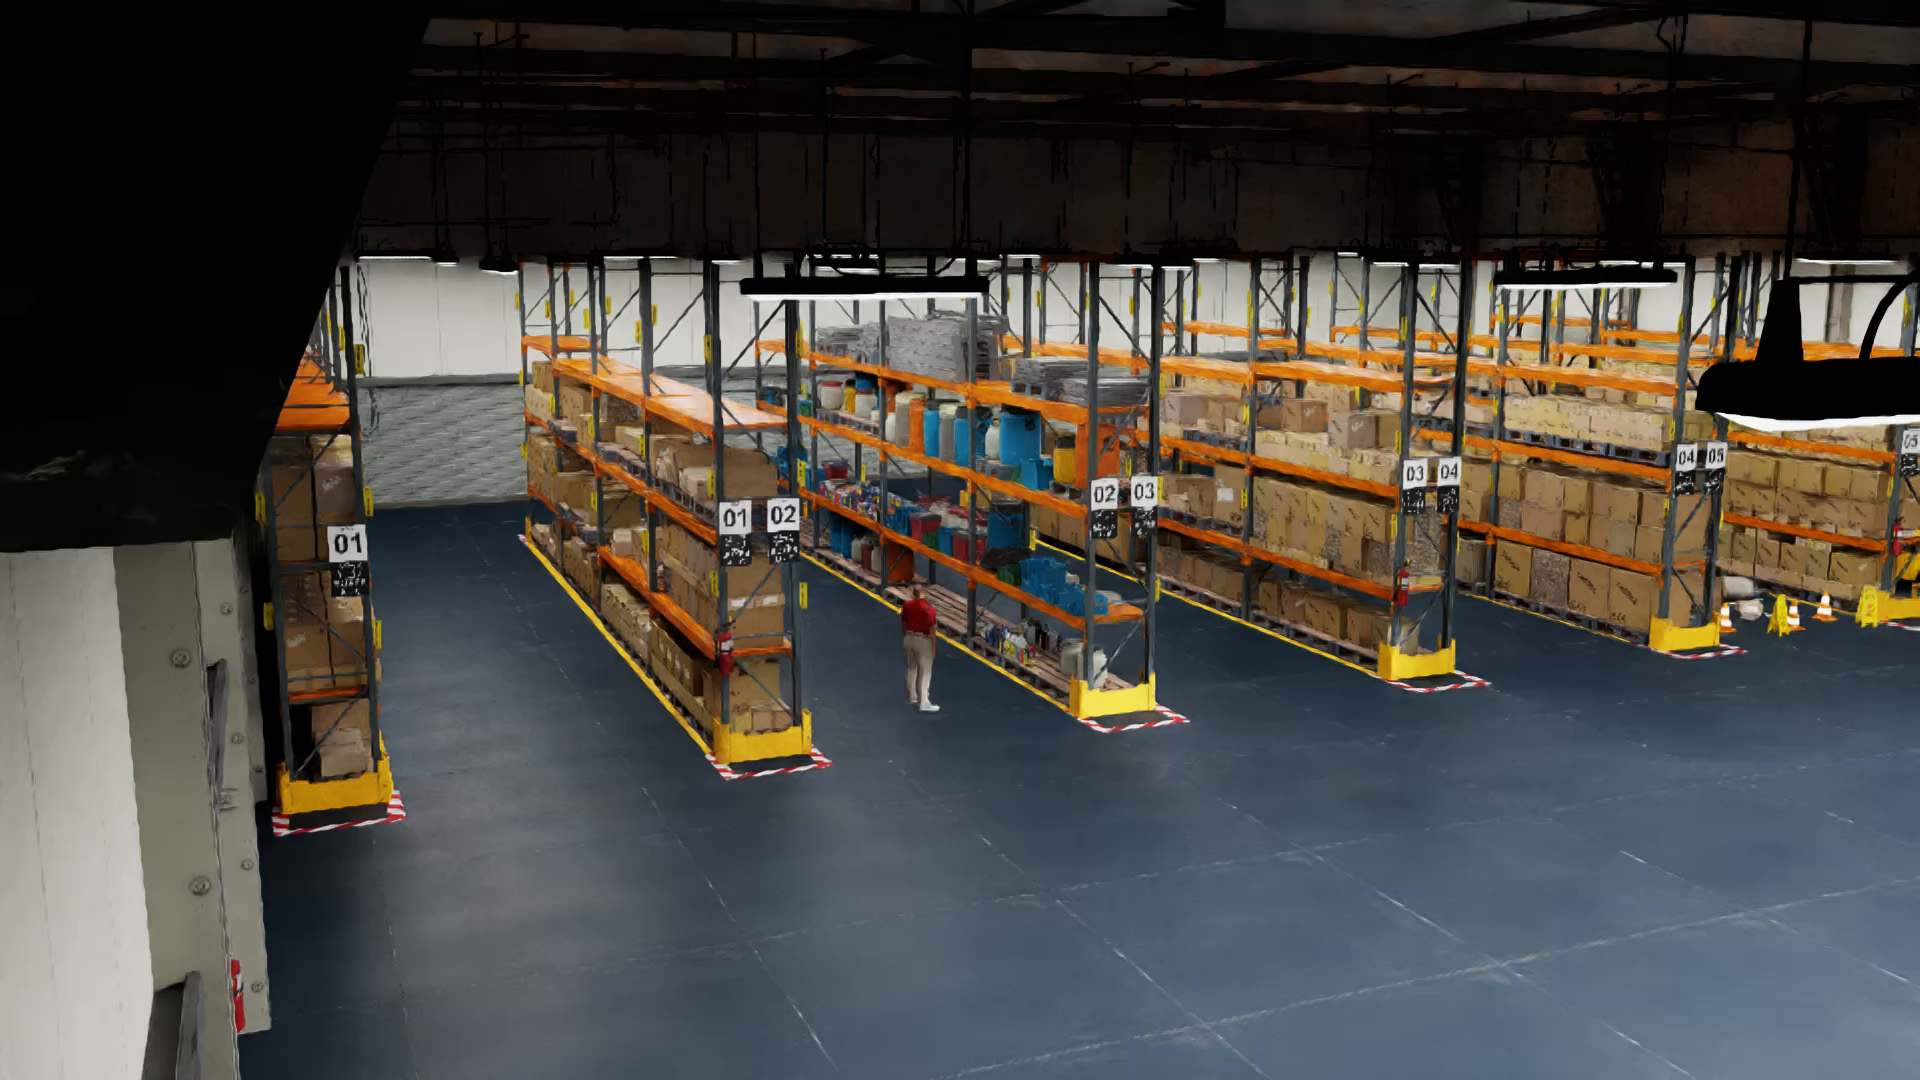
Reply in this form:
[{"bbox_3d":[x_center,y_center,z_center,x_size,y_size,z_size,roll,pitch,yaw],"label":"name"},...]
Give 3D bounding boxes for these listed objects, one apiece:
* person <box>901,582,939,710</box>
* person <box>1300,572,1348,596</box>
[{"bbox_3d":[-0.522,1.409,22.468,0.593,1.733,0.451,8,13,37],"label":"person"},{"bbox_3d":[6.377,0.220,29.336,0.639,1.606,0.807,-8,13,-38],"label":"person"}]
